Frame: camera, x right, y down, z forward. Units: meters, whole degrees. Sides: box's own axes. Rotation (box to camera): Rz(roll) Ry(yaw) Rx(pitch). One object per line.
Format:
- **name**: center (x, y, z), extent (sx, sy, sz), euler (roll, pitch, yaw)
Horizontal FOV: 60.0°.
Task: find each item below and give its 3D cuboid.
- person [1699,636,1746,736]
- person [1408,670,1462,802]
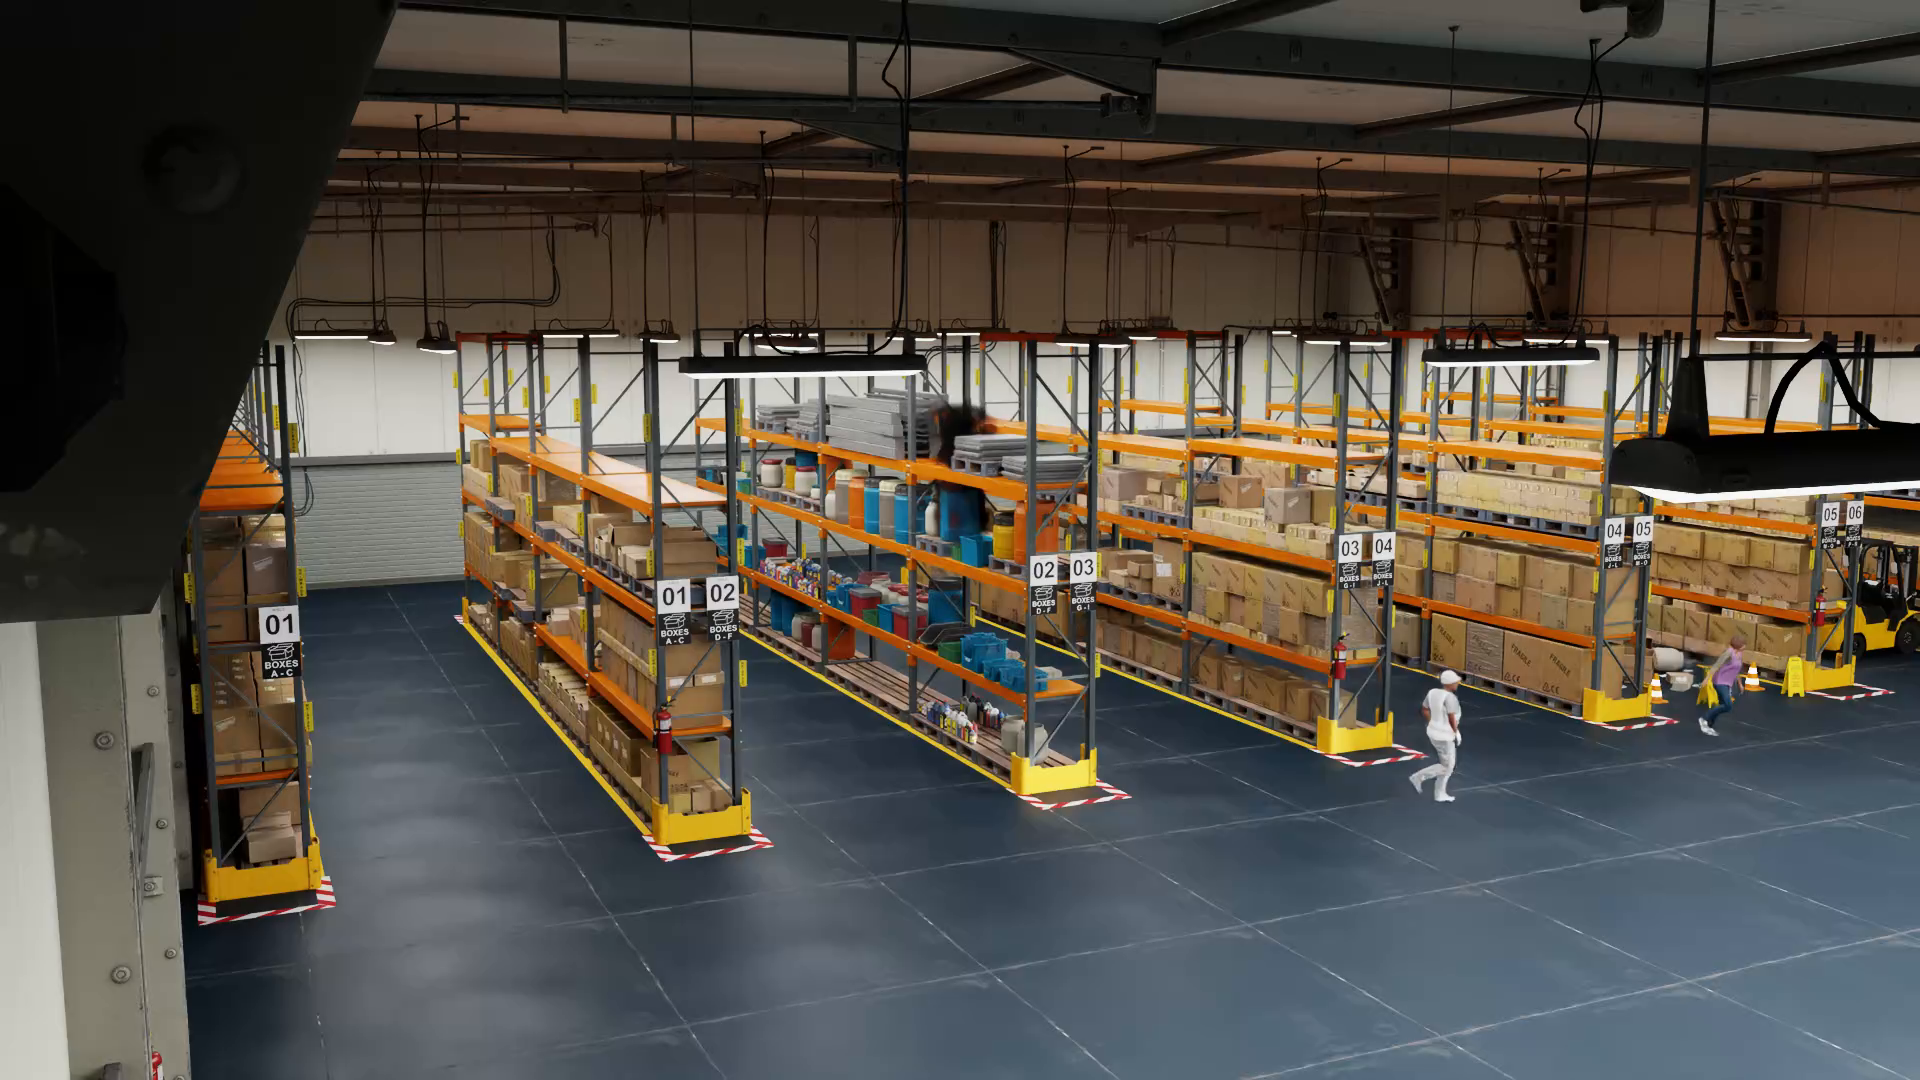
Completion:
- **person**: center (11.520, 2.198, 25.119), extent (0.543, 1.545, 0.543), euler (7, 10, 42)
- **person**: center (6.195, 2.565, 21.684), extent (0.657, 1.747, 0.706), euler (0, 8, -3)
